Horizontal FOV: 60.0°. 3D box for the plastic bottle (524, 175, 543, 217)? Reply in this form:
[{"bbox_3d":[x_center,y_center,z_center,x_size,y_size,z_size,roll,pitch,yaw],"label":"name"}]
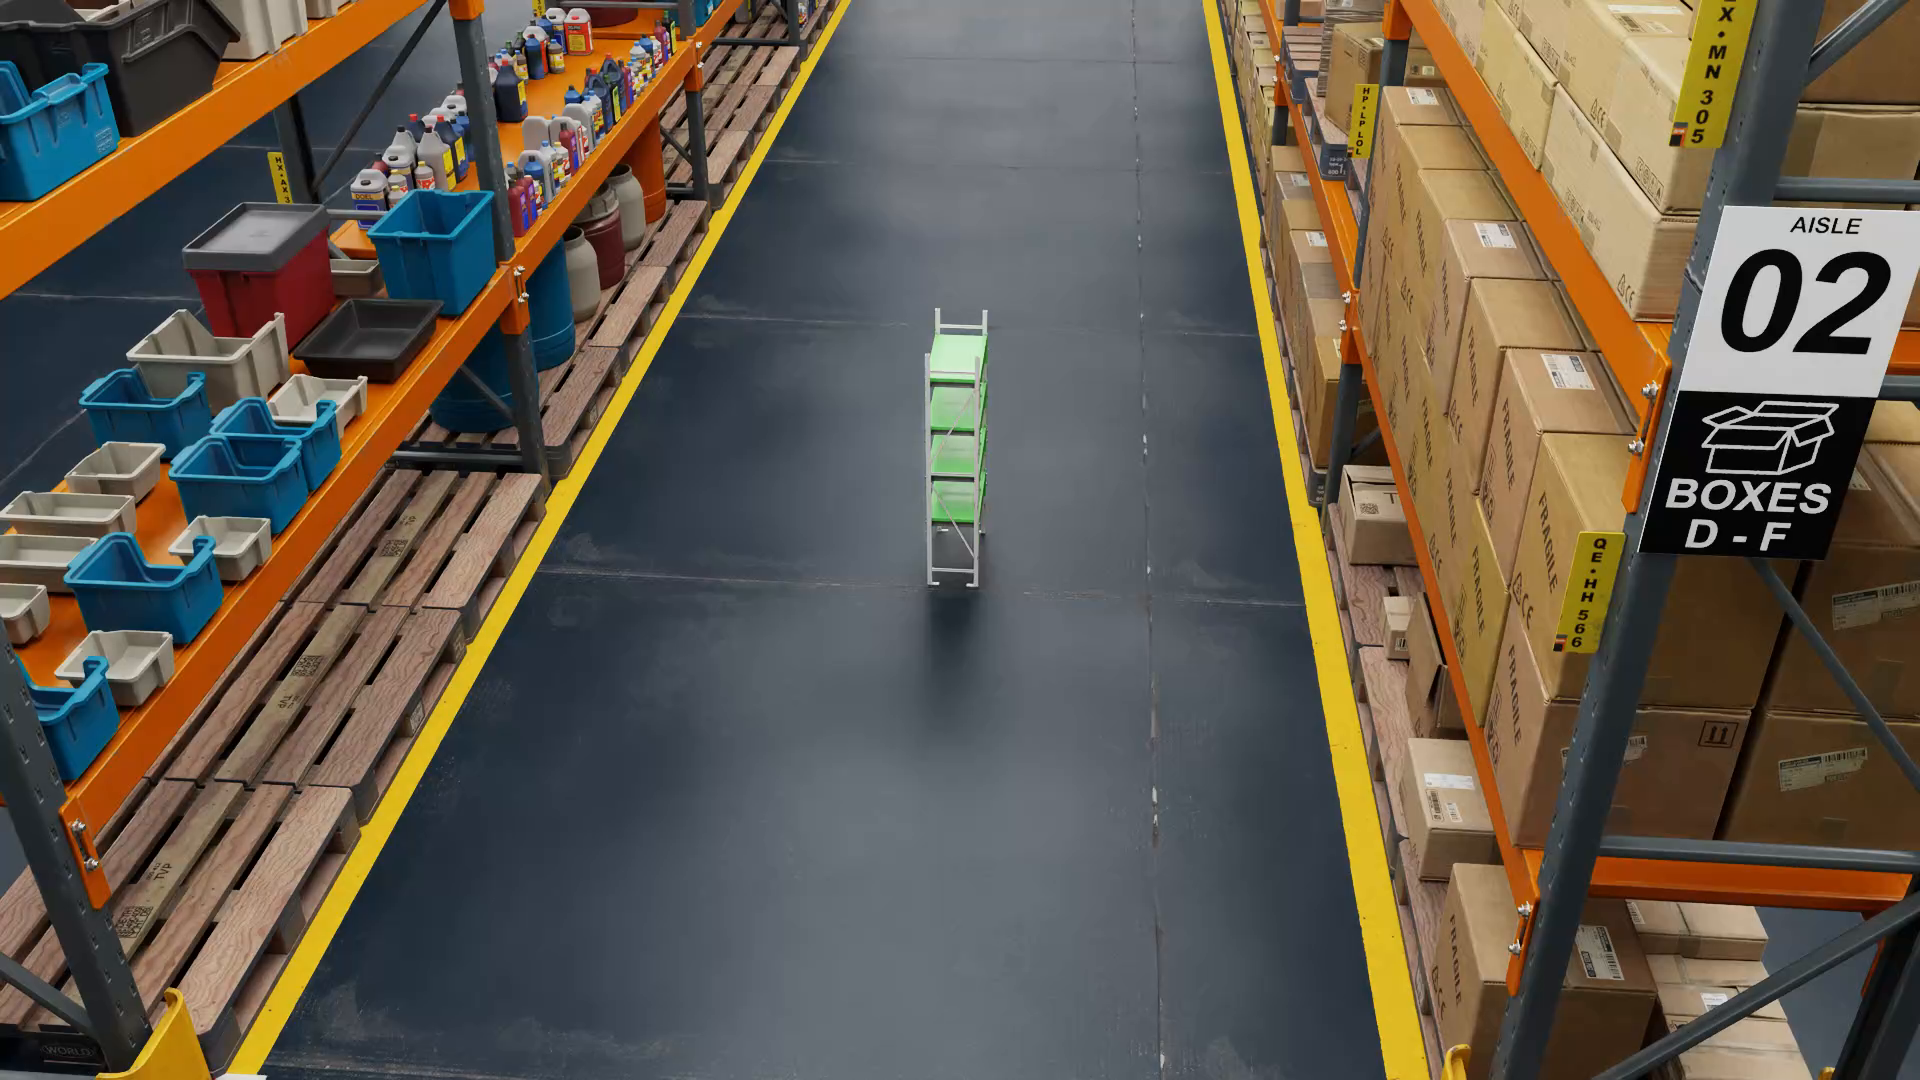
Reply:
[{"bbox_3d":[-2.172,-1.741,8.405,0.097,0.201,0.097,0,32,0],"label":"plastic bottle"}]

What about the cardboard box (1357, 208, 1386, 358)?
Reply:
[{"bbox_3d":[1.995,-1.095,7.073,0.500,0.500,0.500,3,32,5],"label":"cardboard box"}]

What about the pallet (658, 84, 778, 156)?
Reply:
[{"bbox_3d":[-2.099,-3.465,13.672,1.003,0.211,1.213,2,32,4],"label":"pallet"}]

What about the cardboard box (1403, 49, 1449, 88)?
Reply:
[{"bbox_3d":[2.562,-2.129,8.351,0.700,0.500,0.500,7,32,12],"label":"cardboard box"}]

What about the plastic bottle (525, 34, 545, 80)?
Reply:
[{"bbox_3d":[-2.674,-3.041,10.449,0.097,0.271,0.097,0,32,0],"label":"plastic bottle"}]

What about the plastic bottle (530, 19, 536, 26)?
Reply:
[{"bbox_3d":[-2.733,-3.181,10.663,0.061,0.283,0.133,2,32,4],"label":"plastic bottle"}]

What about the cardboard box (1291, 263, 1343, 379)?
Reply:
[{"bbox_3d":[2.152,-1.221,9.336,0.500,0.500,0.500,3,32,5],"label":"cardboard box"}]

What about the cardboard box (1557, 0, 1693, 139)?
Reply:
[{"bbox_3d":[1.810,-1.183,4.118,0.500,0.250,0.500,2,32,4],"label":"cardboard box"}]

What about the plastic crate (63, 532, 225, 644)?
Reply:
[{"bbox_3d":[-2.553,0.157,5.239,0.416,0.233,0.300,2,32,4],"label":"plastic crate"}]

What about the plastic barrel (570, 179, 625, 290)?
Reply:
[{"bbox_3d":[-2.418,-1.918,10.401,0.600,0.588,0.708,2,32,4],"label":"plastic barrel"}]

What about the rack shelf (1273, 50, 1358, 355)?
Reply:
[{"bbox_3d":[2.471,-2.047,9.398,1.077,0.370,4.000,2,32,4],"label":"rack shelf"}]

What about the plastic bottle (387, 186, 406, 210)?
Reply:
[{"bbox_3d":[-2.793,-1.661,8.275,0.097,0.201,0.097,0,32,0],"label":"plastic bottle"}]

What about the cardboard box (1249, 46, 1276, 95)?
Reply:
[{"bbox_3d":[2.553,-3.728,13.127,0.500,0.311,0.500,3,32,5],"label":"cardboard box"}]

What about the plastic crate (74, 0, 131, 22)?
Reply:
[{"bbox_3d":[-3.033,-1.685,5.518,0.437,0.136,0.530,2,32,4],"label":"plastic crate"}]

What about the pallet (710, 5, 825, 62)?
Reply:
[{"bbox_3d":[-1.881,-4.867,15.946,1.003,0.211,1.213,2,32,4],"label":"pallet"}]

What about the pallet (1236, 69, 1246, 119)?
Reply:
[{"bbox_3d":[2.938,-3.917,14.404,1.003,0.211,1.213,2,32,4],"label":"pallet"}]

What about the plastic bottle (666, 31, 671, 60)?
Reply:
[{"bbox_3d":[-1.938,-3.239,10.836,0.097,0.201,0.097,0,32,0],"label":"plastic bottle"}]

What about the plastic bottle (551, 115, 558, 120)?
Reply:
[{"bbox_3d":[-2.243,-2.263,9.253,0.097,0.201,0.097,0,32,0],"label":"plastic bottle"}]

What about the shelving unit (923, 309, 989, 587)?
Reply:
[{"bbox_3d":[-0.013,-0.424,7.795,0.258,1.200,0.503,2,32,4],"label":"shelving unit"}]

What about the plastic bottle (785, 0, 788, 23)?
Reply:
[{"bbox_3d":[-1.622,-5.058,15.767,0.061,0.283,0.133,2,32,4],"label":"plastic bottle"}]

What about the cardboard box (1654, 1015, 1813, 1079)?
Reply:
[{"bbox_3d":[2.359,1.606,5.083,0.380,0.149,0.250,2,32,4],"label":"cardboard box"}]

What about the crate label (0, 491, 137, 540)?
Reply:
[{"bbox_3d":[-3.032,-0.075,5.706,0.396,0.136,0.243,2,32,4],"label":"crate label"}]

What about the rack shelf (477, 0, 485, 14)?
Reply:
[{"bbox_3d":[-2.466,-3.538,8.958,1.077,0.370,4.000,2,32,4],"label":"rack shelf"}]

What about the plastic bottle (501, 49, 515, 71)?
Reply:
[{"bbox_3d":[-2.764,-2.854,10.144,0.097,0.271,0.097,0,32,0],"label":"plastic bottle"}]

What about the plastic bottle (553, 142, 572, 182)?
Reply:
[{"bbox_3d":[-2.129,-2.015,8.850,0.097,0.201,0.097,0,32,0],"label":"plastic bottle"}]

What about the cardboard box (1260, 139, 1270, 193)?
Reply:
[{"bbox_3d":[2.433,-2.693,11.981,0.500,0.250,0.500,3,32,5],"label":"cardboard box"}]

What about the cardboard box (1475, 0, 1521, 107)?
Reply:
[{"bbox_3d":[1.897,-1.493,5.097,0.500,0.250,0.500,2,32,4],"label":"cardboard box"}]

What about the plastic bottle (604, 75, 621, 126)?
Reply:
[{"bbox_3d":[-2.030,-2.569,9.671,0.061,0.283,0.133,2,32,4],"label":"plastic bottle"}]

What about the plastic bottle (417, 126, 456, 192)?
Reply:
[{"bbox_3d":[-2.736,-1.989,8.665,0.144,0.351,0.185,2,32,4],"label":"plastic bottle"}]

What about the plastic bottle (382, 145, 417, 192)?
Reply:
[{"bbox_3d":[-2.889,-1.879,8.558,0.152,0.276,0.135,2,32,4],"label":"plastic bottle"}]

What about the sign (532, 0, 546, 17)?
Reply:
[{"bbox_3d":[-2.852,-3.702,11.242,0.100,0.325,0.005,2,32,4],"label":"sign"}]

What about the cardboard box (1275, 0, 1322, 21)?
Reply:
[{"bbox_3d":[2.431,-3.774,11.755,0.380,0.149,0.250,2,32,4],"label":"cardboard box"}]

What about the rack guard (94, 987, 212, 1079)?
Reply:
[{"bbox_3d":[-2.943,1.648,5.100,1.175,0.500,0.348,2,32,4],"label":"rack guard"}]

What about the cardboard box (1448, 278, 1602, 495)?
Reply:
[{"bbox_3d":[1.822,-0.464,5.096,0.500,0.500,0.500,3,32,5],"label":"cardboard box"}]

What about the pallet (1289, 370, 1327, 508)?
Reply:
[{"bbox_3d":[2.336,-0.547,8.937,1.003,0.211,1.213,2,32,4],"label":"pallet"}]

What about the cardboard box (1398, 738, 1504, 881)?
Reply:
[{"bbox_3d":[1.888,0.977,6.007,0.500,0.250,0.500,2,32,4],"label":"cardboard box"}]

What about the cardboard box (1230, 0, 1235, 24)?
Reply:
[{"bbox_3d":[2.830,-5.012,15.744,0.500,0.250,0.500,2,32,4],"label":"cardboard box"}]

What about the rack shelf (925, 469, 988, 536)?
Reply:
[{"bbox_3d":[-0.013,-0.166,7.954,0.258,0.148,0.480,2,32,4],"label":"rack shelf"}]

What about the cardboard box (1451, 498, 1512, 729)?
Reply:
[{"bbox_3d":[1.786,0.224,4.932,0.500,0.500,0.500,3,32,4],"label":"cardboard box"}]

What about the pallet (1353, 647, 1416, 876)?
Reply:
[{"bbox_3d":[2.154,0.878,6.624,1.003,0.211,1.213,2,32,4],"label":"pallet"}]

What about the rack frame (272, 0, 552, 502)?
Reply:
[{"bbox_3d":[-2.629,-1.521,7.859,1.000,3.000,0.127,2,32,4],"label":"rack frame"}]

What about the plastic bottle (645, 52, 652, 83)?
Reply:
[{"bbox_3d":[-1.981,-2.965,10.392,0.097,0.201,0.097,0,32,0],"label":"plastic bottle"}]

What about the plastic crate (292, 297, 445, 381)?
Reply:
[{"bbox_3d":[-2.452,-0.833,6.947,0.437,0.125,0.590,2,32,4],"label":"plastic crate"}]

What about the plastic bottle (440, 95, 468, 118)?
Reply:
[{"bbox_3d":[-2.818,-2.335,9.297,0.152,0.276,0.135,2,32,4],"label":"plastic bottle"}]

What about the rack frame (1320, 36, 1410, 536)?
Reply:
[{"bbox_3d":[2.308,-1.308,7.513,1.000,3.000,0.127,2,32,4],"label":"rack frame"}]

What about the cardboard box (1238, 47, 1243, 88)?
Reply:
[{"bbox_3d":[2.637,-4.031,14.153,0.500,0.250,0.500,3,32,5],"label":"cardboard box"}]

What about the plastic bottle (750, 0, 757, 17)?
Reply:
[{"bbox_3d":[-2.047,-5.188,15.987,0.152,0.276,0.135,2,32,4],"label":"plastic bottle"}]

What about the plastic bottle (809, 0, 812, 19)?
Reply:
[{"bbox_3d":[-1.498,-5.168,15.883,0.144,0.351,0.185,3,32,5],"label":"plastic bottle"}]

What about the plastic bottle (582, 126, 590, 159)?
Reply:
[{"bbox_3d":[-2.099,-2.206,9.160,0.097,0.201,0.097,0,32,0],"label":"plastic bottle"}]
